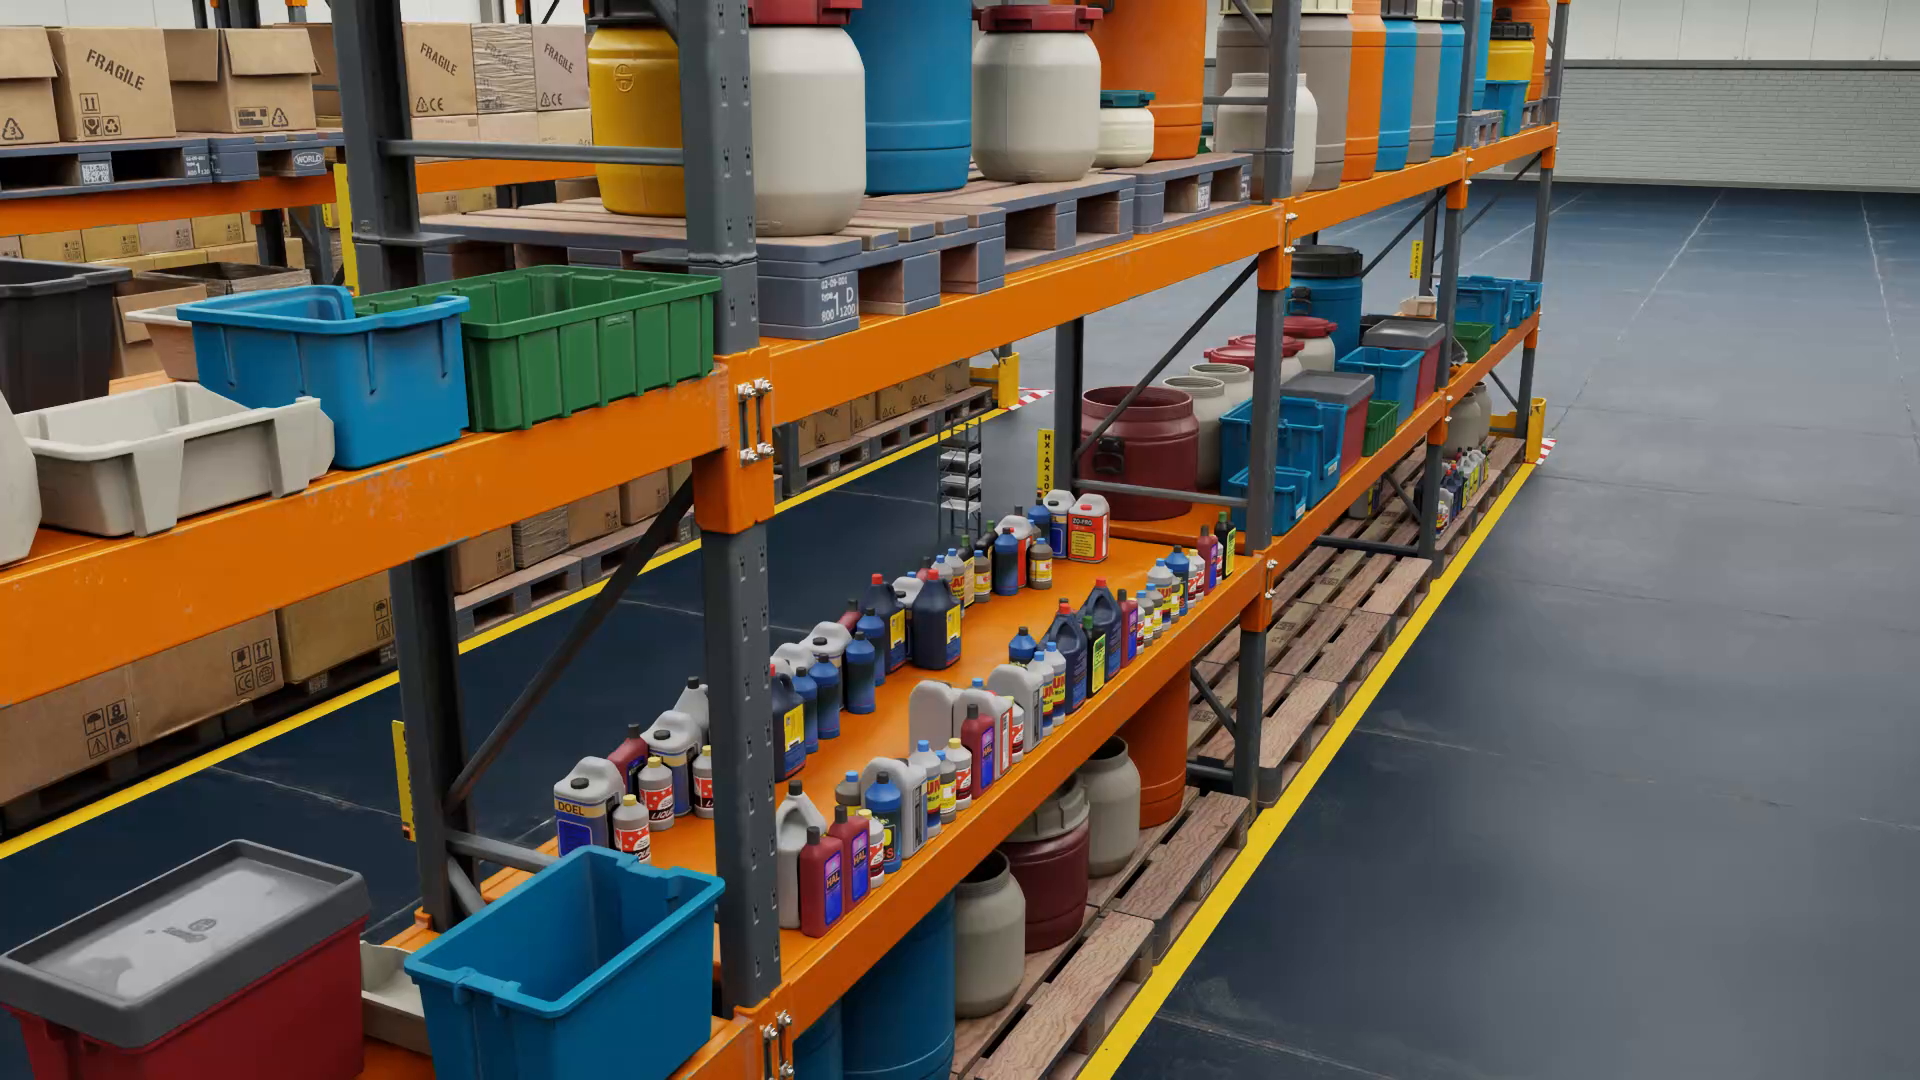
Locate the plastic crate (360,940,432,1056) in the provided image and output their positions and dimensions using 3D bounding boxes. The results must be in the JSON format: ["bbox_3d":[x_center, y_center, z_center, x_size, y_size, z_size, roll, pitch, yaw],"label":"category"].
[{"bbox_3d":[-1.225,1.016,3.692,0.396,0.136,0.243,8,18,25],"label":"plastic crate"}]

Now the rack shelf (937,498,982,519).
[{"bbox_3d":[-0.004,-0.225,11.950,0.258,0.077,0.200,8,18,25],"label":"rack shelf"}]

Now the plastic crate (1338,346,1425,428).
[{"bbox_3d":[2.471,-0.891,9.784,0.392,0.384,0.575,8,18,25],"label":"plastic crate"}]

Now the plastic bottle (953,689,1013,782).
[{"bbox_3d":[0.072,0.573,5.046,0.152,0.276,0.135,8,18,25],"label":"plastic bottle"}]

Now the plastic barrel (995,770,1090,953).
[{"bbox_3d":[0.190,1.169,6.319,0.600,0.588,0.708,8,18,25],"label":"plastic barrel"}]

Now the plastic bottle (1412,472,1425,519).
[{"bbox_3d":[3.288,-0.332,11.752,0.144,0.351,0.185,8,18,25],"label":"plastic bottle"}]

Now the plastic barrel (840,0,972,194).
[{"bbox_3d":[-0.264,-1.515,4.972,0.600,0.901,0.708,8,18,25],"label":"plastic barrel"}]

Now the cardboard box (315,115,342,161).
[{"bbox_3d":[-3.540,-2.349,9.660,0.500,0.250,0.500,8,18,25],"label":"cardboard box"}]

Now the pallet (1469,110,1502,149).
[{"bbox_3d":[2.920,-2.763,11.122,1.213,0.211,1.003,8,18,25],"label":"pallet"}]

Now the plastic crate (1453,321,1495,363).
[{"bbox_3d":[3.544,-1.428,11.935,0.450,0.188,0.662,8,18,25],"label":"plastic crate"}]

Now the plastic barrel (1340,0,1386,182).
[{"bbox_3d":[1.751,-2.192,8.115,0.600,0.830,0.708,8,18,25],"label":"plastic barrel"}]

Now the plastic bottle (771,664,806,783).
[{"bbox_3d":[-0.560,0.538,5.033,0.144,0.351,0.185,8,18,25],"label":"plastic bottle"}]

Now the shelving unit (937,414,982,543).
[{"bbox_3d":[-0.004,-0.429,11.889,0.258,0.900,0.210,8,18,25],"label":"shelving unit"}]

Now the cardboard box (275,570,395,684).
[{"bbox_3d":[-3.860,0.160,9.212,1.225,0.875,0.875,7,18,23],"label":"cardboard box"}]

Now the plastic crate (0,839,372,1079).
[{"bbox_3d":[-1.513,0.954,3.325,0.402,0.464,0.583,8,18,25],"label":"plastic crate"}]

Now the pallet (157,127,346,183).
[{"bbox_3d":[-3.773,-2.007,8.578,1.213,0.211,1.003,9,19,28],"label":"pallet"}]

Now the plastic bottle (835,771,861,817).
[{"bbox_3d":[-0.298,0.740,4.614,0.097,0.201,0.097,0,17,0],"label":"plastic bottle"}]

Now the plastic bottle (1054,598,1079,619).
[{"bbox_3d":[0.377,0.333,5.841,0.061,0.283,0.133,8,18,25],"label":"plastic bottle"}]

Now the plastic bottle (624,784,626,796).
[{"bbox_3d":[-0.975,0.739,4.617,0.097,0.201,0.097,0,17,0],"label":"plastic bottle"}]

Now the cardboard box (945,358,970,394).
[{"bbox_3d":[-0.252,-1.714,16.181,0.500,0.500,0.500,12,20,36],"label":"cardboard box"}]

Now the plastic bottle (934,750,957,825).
[{"bbox_3d":[-0.058,0.700,4.748,0.097,0.201,0.097,0,17,0],"label":"plastic bottle"}]

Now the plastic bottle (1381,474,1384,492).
[{"bbox_3d":[3.117,-0.487,12.395,0.061,0.283,0.133,8,18,25],"label":"plastic bottle"}]

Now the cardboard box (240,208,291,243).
[{"bbox_3d":[-6.354,-2.906,14.609,0.700,0.500,0.500,8,18,24],"label":"cardboard box"}]

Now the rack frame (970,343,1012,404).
[{"bbox_3d":[0.042,-2.868,16.413,1.000,3.000,0.127,8,18,25],"label":"rack frame"}]

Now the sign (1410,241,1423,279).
[{"bbox_3d":[3.983,-2.442,14.492,0.100,0.325,0.005,8,18,25],"label":"sign"}]

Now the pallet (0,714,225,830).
[{"bbox_3d":[-4.499,1.007,8.263,1.003,0.211,1.213,8,18,25],"label":"pallet"}]

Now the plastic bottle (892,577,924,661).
[{"bbox_3d":[-0.204,0.281,6.027,0.152,0.276,0.135,8,18,25],"label":"plastic bottle"}]

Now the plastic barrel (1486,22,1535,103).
[{"bbox_3d":[4.077,-3.661,12.746,0.600,0.588,0.600,0,17,0],"label":"plastic barrel"}]

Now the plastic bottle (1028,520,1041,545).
[{"bbox_3d":[0.296,0.015,7.056,0.097,0.201,0.097,0,17,0],"label":"plastic bottle"}]

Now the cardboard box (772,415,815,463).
[{"bbox_3d":[-1.531,-0.949,13.605,0.500,0.500,0.500,7,18,24],"label":"cardboard box"}]

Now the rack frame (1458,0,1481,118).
[{"bbox_3d":[2.685,-4.095,10.007,1.000,3.000,0.127,8,18,25],"label":"rack frame"}]

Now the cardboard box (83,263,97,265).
[{"bbox_3d":[-7.033,-1.874,12.889,0.500,0.500,0.500,8,18,25],"label":"cardboard box"}]

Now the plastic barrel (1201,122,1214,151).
[{"bbox_3d":[1.257,-1.926,8.214,0.301,0.262,0.301,0,17,0],"label":"plastic barrel"}]

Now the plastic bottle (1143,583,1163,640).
[{"bbox_3d":[0.710,0.262,6.223,0.097,0.201,0.097,0,17,0],"label":"plastic bottle"}]

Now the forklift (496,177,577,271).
[{"bbox_3d":[-4.123,-2.339,14.752,3.031,2.935,1.130,0,17,-1],"label":"forklift"}]

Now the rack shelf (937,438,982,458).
[{"bbox_3d":[-0.004,-0.656,11.822,0.258,0.077,0.200,8,18,25],"label":"rack shelf"}]

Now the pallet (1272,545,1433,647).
[{"bbox_3d":[2.369,0.322,10.568,1.003,0.211,1.213,8,18,25],"label":"pallet"}]

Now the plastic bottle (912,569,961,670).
[{"bbox_3d":[-0.083,0.271,5.931,0.144,0.351,0.185,8,18,25],"label":"plastic bottle"}]

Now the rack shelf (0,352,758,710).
[{"bbox_3d":[-1.783,0.235,1.961,1.077,0.370,4.000,8,18,25],"label":"rack shelf"}]

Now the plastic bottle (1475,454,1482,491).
[{"bbox_3d":[3.845,-0.524,12.531,0.152,0.276,0.135,8,18,24],"label":"plastic bottle"}]

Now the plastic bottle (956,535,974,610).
[{"bbox_3d":[0.005,0.129,6.525,0.061,0.283,0.133,8,18,25],"label":"plastic bottle"}]

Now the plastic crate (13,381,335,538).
[{"bbox_3d":[-1.117,-0.121,2.357,0.293,0.136,0.466,8,18,25],"label":"plastic crate"}]

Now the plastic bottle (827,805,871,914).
[{"bbox_3d":[-0.284,0.801,4.263,0.061,0.283,0.133,8,18,25],"label":"plastic bottle"}]

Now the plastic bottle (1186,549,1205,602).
[{"bbox_3d":[0.928,0.138,6.641,0.097,0.201,0.097,0,17,0],"label":"plastic bottle"}]

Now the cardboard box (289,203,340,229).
[{"bbox_3d":[-5.942,-3.185,15.321,0.875,0.550,0.550,8,18,25],"label":"cardboard box"}]

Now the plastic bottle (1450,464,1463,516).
[{"bbox_3d":[3.502,-0.361,11.852,0.144,0.351,0.185,7,18,23],"label":"plastic bottle"}]

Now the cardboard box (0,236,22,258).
[{"bbox_3d":[-7.491,-2.257,12.422,0.700,0.500,0.500,8,18,25],"label":"cardboard box"}]

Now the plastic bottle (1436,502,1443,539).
[{"bbox_3d":[3.220,-0.148,11.273,0.097,0.271,0.097,0,17,0],"label":"plastic bottle"}]

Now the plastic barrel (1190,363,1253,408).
[{"bbox_3d":[1.355,-0.651,8.750,0.421,0.512,0.421,0,17,0],"label":"plastic barrel"}]

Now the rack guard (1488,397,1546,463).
[{"bbox_3d":[4.481,-1.015,14.562,1.175,0.500,0.348,8,18,25],"label":"rack guard"}]

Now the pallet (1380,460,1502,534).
[{"bbox_3d":[3.567,-0.360,12.867,1.003,0.211,1.213,8,18,25],"label":"pallet"}]

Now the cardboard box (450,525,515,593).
[{"bbox_3d":[-3.251,-0.016,10.429,0.700,0.500,0.500,7,18,22],"label":"cardboard box"}]

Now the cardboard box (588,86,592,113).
[{"bbox_3d":[-2.494,-2.886,10.879,0.380,0.166,0.250,8,18,24],"label":"cardboard box"}]

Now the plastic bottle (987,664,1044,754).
[{"bbox_3d":[0.176,0.513,5.245,0.152,0.276,0.135,8,18,25],"label":"plastic bottle"}]

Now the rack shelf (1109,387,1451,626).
[{"bbox_3d":[1.792,-0.365,9.249,1.077,0.370,4.000,8,18,25],"label":"rack shelf"}]

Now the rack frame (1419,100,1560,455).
[{"bbox_3d":[4.473,-2.238,14.292,1.000,3.000,0.127,8,18,25],"label":"rack frame"}]

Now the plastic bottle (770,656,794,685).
[{"bbox_3d":[-0.614,0.515,5.241,0.152,0.276,0.135,8,18,25],"label":"plastic bottle"}]
